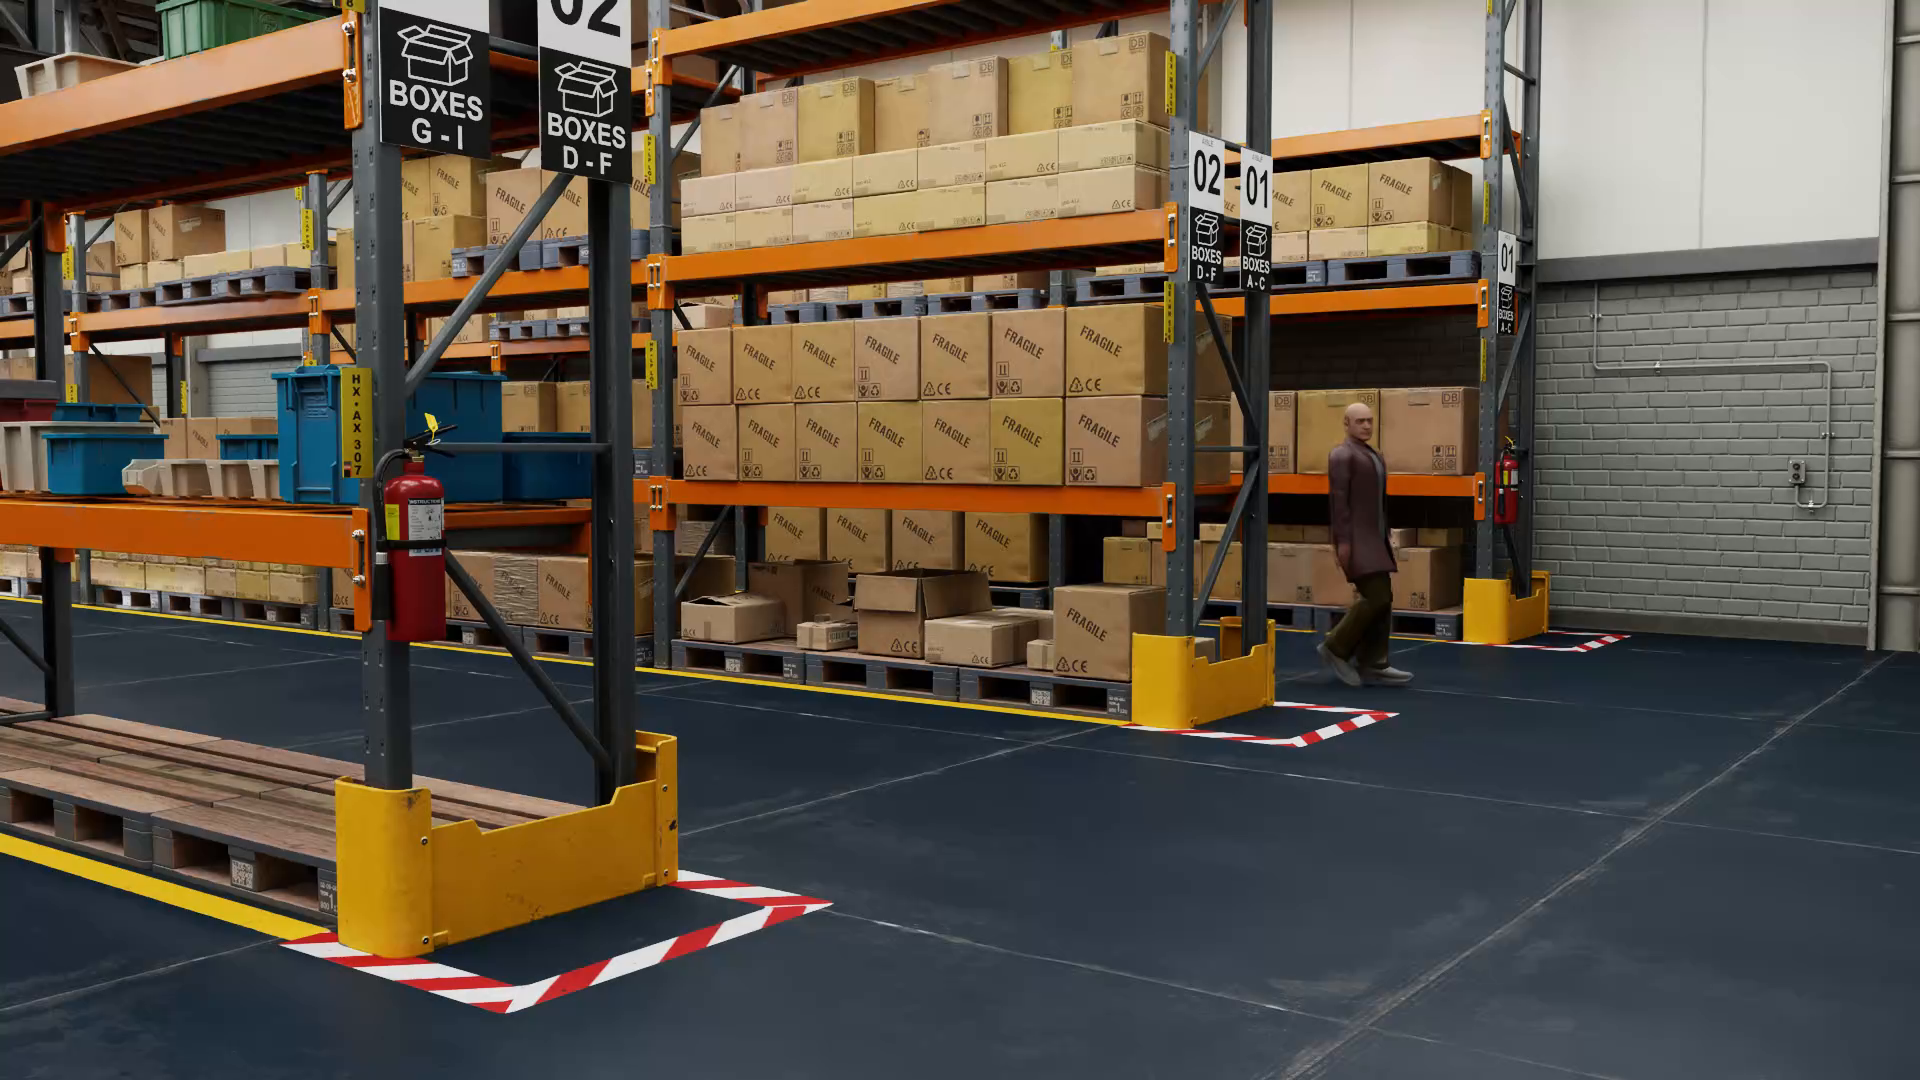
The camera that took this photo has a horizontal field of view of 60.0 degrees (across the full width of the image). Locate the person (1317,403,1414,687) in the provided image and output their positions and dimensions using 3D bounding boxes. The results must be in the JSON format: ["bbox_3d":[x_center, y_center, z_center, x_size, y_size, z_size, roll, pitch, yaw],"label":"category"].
[{"bbox_3d":[2.572,0.028,10.539,0.578,1.794,0.594,2,4,33],"label":"person"}]
